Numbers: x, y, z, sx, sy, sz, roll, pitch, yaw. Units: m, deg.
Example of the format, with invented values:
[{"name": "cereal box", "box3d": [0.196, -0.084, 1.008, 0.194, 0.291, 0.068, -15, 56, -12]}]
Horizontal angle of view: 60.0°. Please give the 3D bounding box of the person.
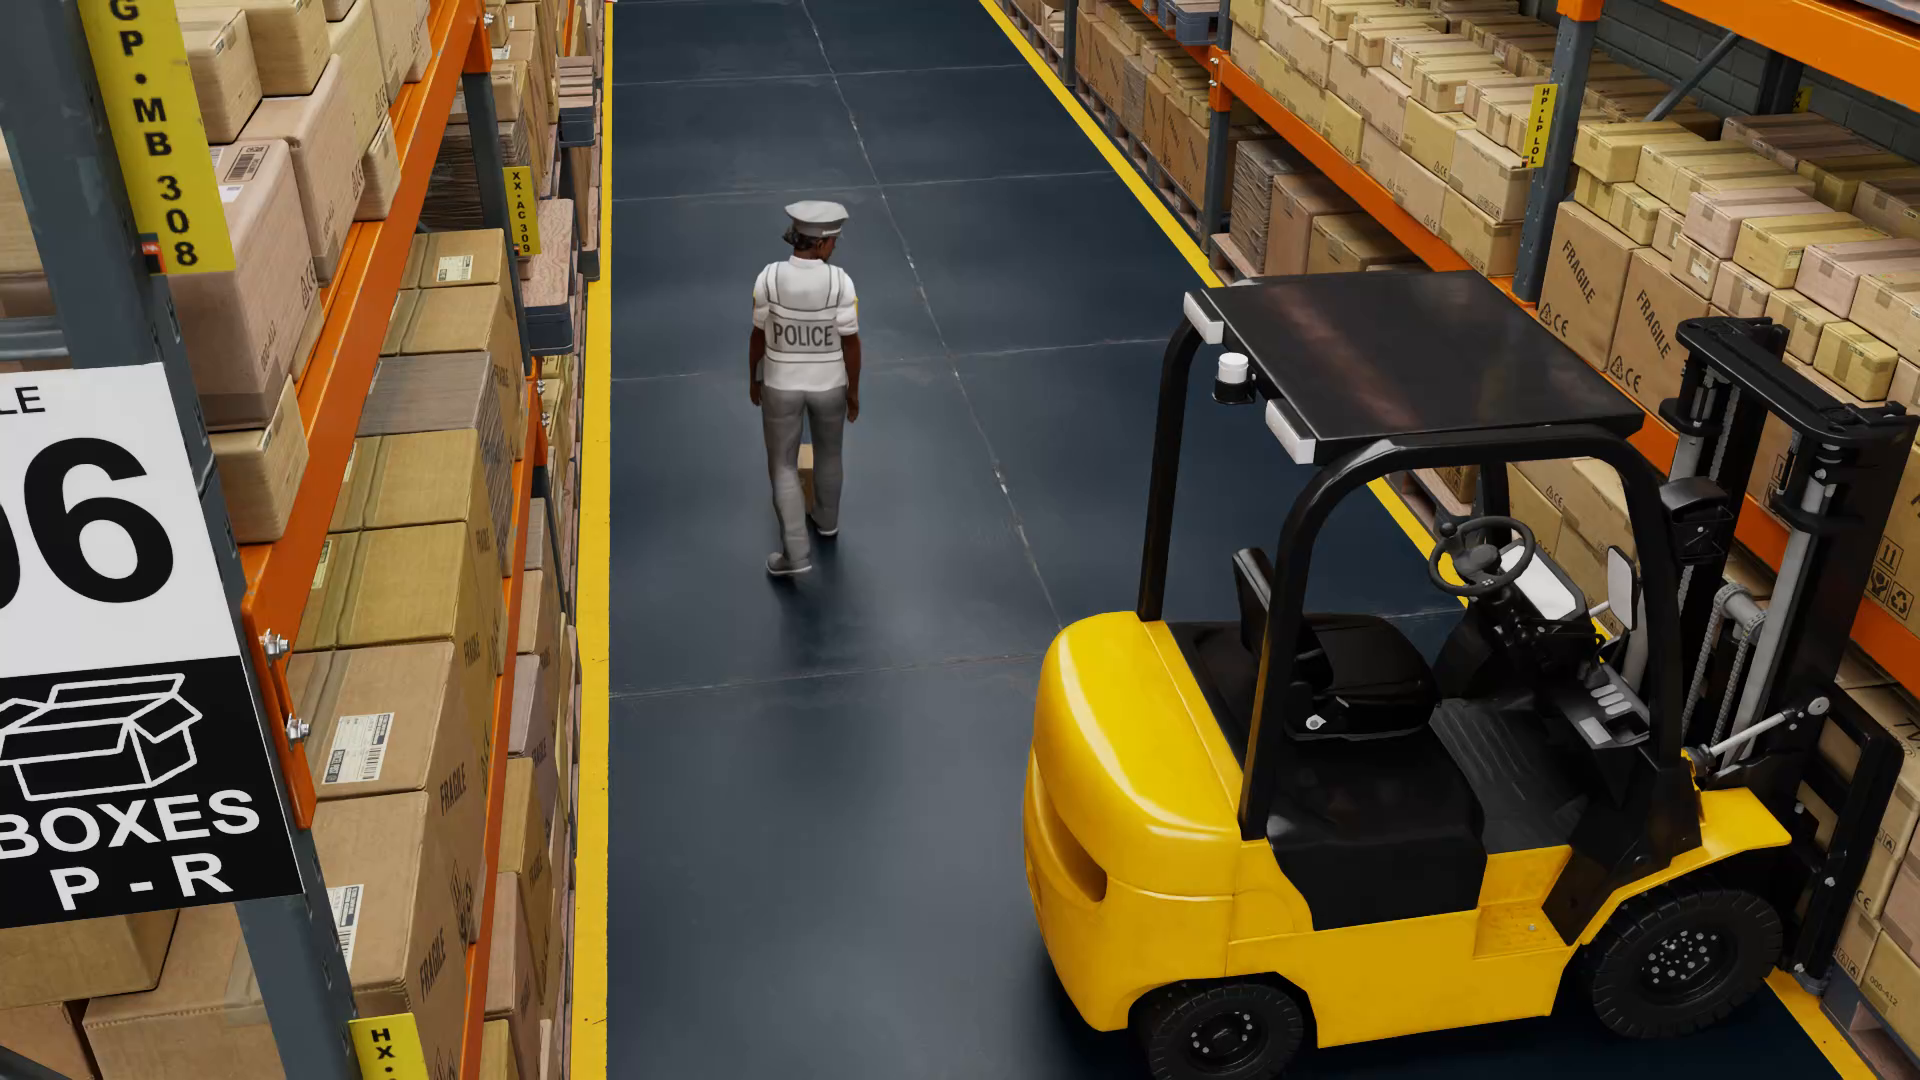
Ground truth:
[{"name": "person", "box3d": [-0.674, -0.672, 7.233, 0.477, 1.644, 0.731, -5, 31, -9]}]
